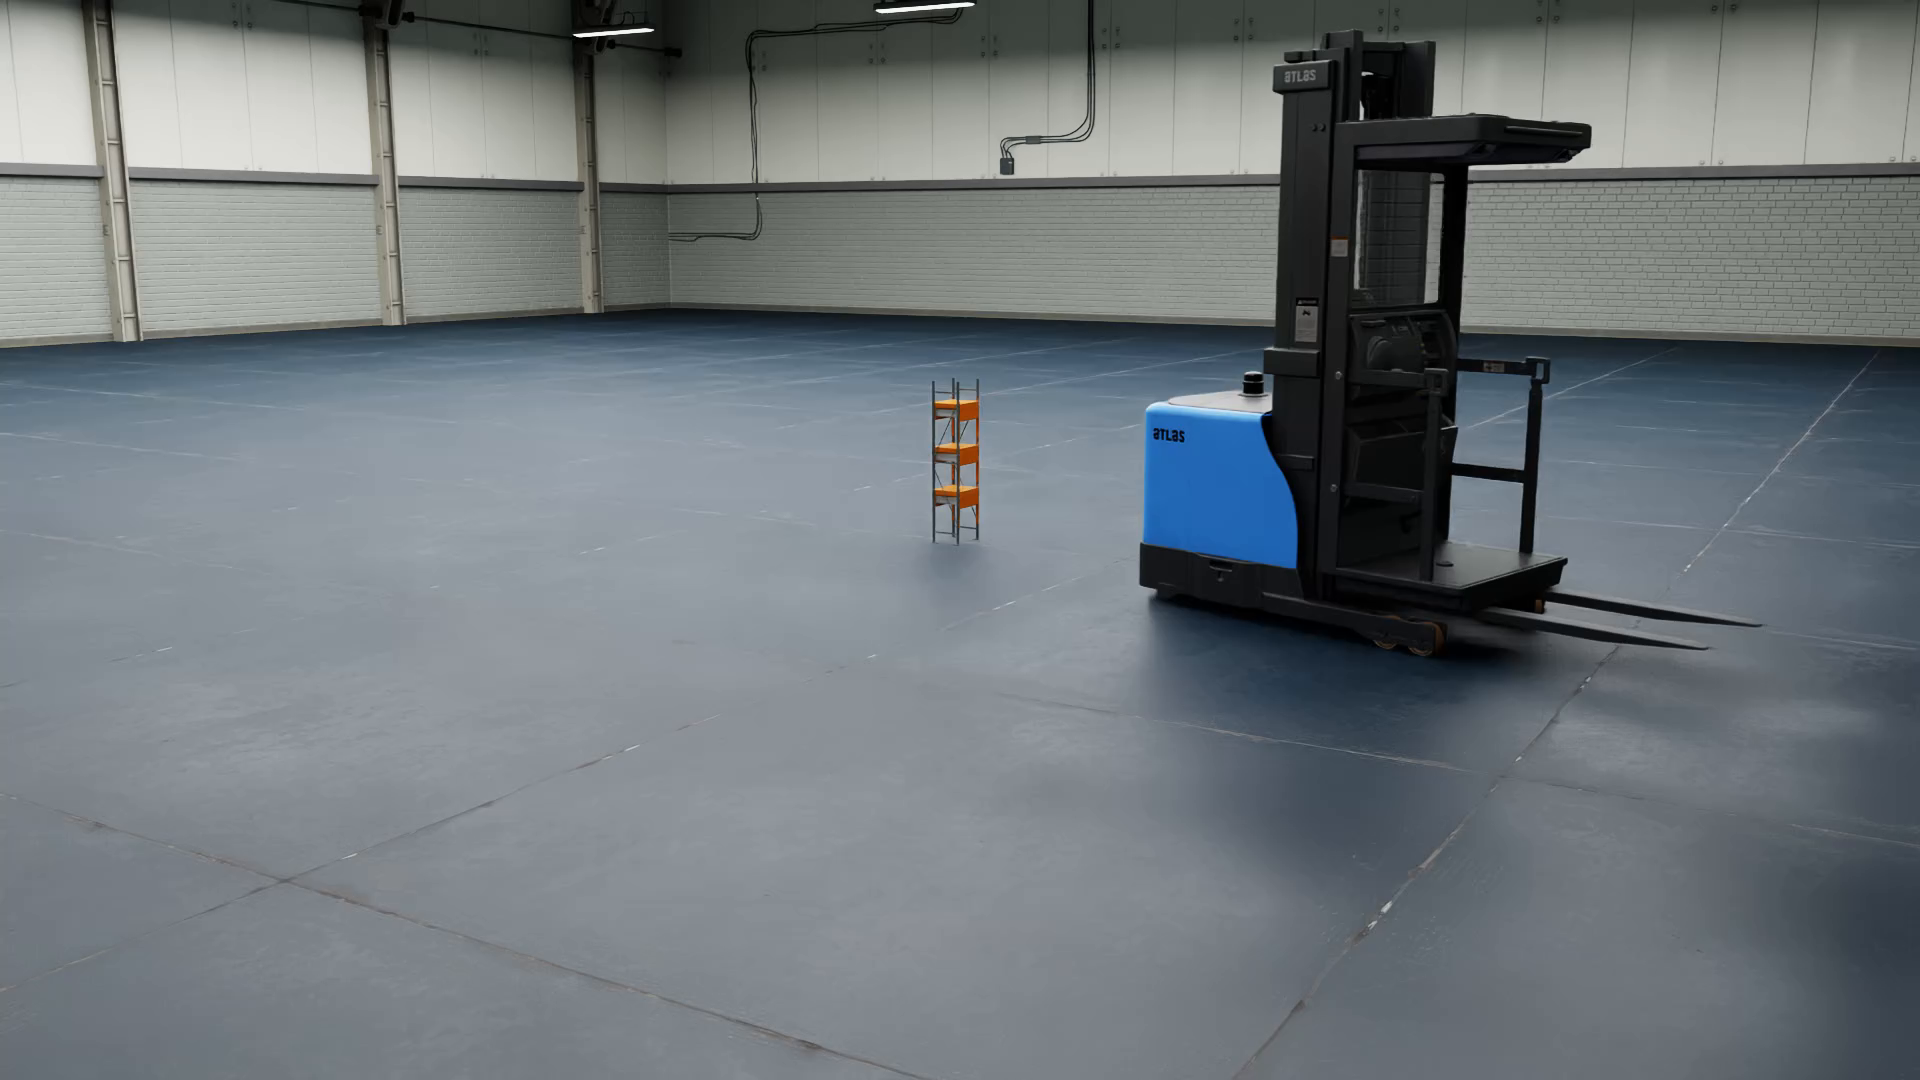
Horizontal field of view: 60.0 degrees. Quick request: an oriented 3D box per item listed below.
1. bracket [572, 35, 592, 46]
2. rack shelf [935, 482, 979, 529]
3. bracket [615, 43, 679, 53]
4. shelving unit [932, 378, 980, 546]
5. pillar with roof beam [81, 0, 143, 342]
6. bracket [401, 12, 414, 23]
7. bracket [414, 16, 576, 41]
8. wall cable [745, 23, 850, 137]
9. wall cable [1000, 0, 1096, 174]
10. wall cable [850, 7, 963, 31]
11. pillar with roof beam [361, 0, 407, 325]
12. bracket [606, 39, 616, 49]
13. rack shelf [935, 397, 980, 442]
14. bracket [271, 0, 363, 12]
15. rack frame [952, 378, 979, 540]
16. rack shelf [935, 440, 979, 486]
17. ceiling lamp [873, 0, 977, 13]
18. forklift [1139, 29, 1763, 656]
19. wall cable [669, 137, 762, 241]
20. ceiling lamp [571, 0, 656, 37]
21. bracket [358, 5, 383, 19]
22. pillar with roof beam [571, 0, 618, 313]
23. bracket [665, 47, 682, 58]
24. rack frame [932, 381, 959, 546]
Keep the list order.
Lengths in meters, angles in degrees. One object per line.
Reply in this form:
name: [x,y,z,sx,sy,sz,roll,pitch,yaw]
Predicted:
bracket: [-8.783,-11.598,38.583,0.235,0.232,0.430,6,12,31]
rack shelf: [-0.028,-0.224,10.780,0.215,0.259,0.240,6,12,31]
bracket: [-7.428,-12.008,40.775,0.076,0.066,3.189,6,12,31]
shelving unit: [-0.028,-0.508,10.727,0.215,1.050,0.252,6,12,31]
pillar with roof beam: [-11.421,-7.629,27.167,9.100,9.000,0.400,6,12,31]
bracket: [-11.467,-10.785,34.240,0.235,0.232,0.430,6,12,31]
bracket: [-10.120,-11.193,36.419,0.076,0.066,4.783,6,12,31]
wall cable: [-3.899,-10.963,39.685,3.097,2.526,0.112,6,12,31]
wall cable: [1.895,-11.027,36.073,2.305,6.003,0.169,6,12,31]
wall cable: [-1.254,-12.903,37.687,3.097,2.526,0.112,6,12,31]
pillar with roof beam: [-8.306,-8.573,32.207,9.100,9.000,0.548,6,12,31]
bracket: [-8.352,-11.728,39.281,0.235,0.232,0.430,6,12,31]
rack shelf: [-0.028,-0.776,10.677,0.215,0.259,0.240,6,12,31]
bracket: [-13.235,-10.249,31.378,0.076,0.066,4.783,6,12,31]
rack frame: [0.036,-0.527,10.830,0.200,1.050,0.008,6,12,31]
rack shelf: [-0.028,-0.497,10.729,0.215,0.259,0.240,6,12,31]
ceiling lamp: [-0.502,-11.030,29.466,2.000,3.185,0.800,6,12,31]
forklift: [2.378,-0.994,8.215,1.130,2.935,3.031,-10,15,-43]
wall cable: [-6.211,-8.739,41.530,3.097,2.526,0.112,6,12,31]
ceiling lamp: [-6.818,-11.736,33.237,2.000,3.185,0.800,6,12,31]
bracket: [-11.898,-10.654,33.543,0.235,0.232,0.430,6,12,31]
pillar with roof beam: [-5.191,-9.517,37.247,9.100,9.000,0.548,6,12,31]
bracket: [-7.121,-12.101,41.271,0.235,0.232,0.430,6,12,31]
rack frame: [-0.091,-0.488,10.625,0.200,1.050,0.008,6,12,31]
